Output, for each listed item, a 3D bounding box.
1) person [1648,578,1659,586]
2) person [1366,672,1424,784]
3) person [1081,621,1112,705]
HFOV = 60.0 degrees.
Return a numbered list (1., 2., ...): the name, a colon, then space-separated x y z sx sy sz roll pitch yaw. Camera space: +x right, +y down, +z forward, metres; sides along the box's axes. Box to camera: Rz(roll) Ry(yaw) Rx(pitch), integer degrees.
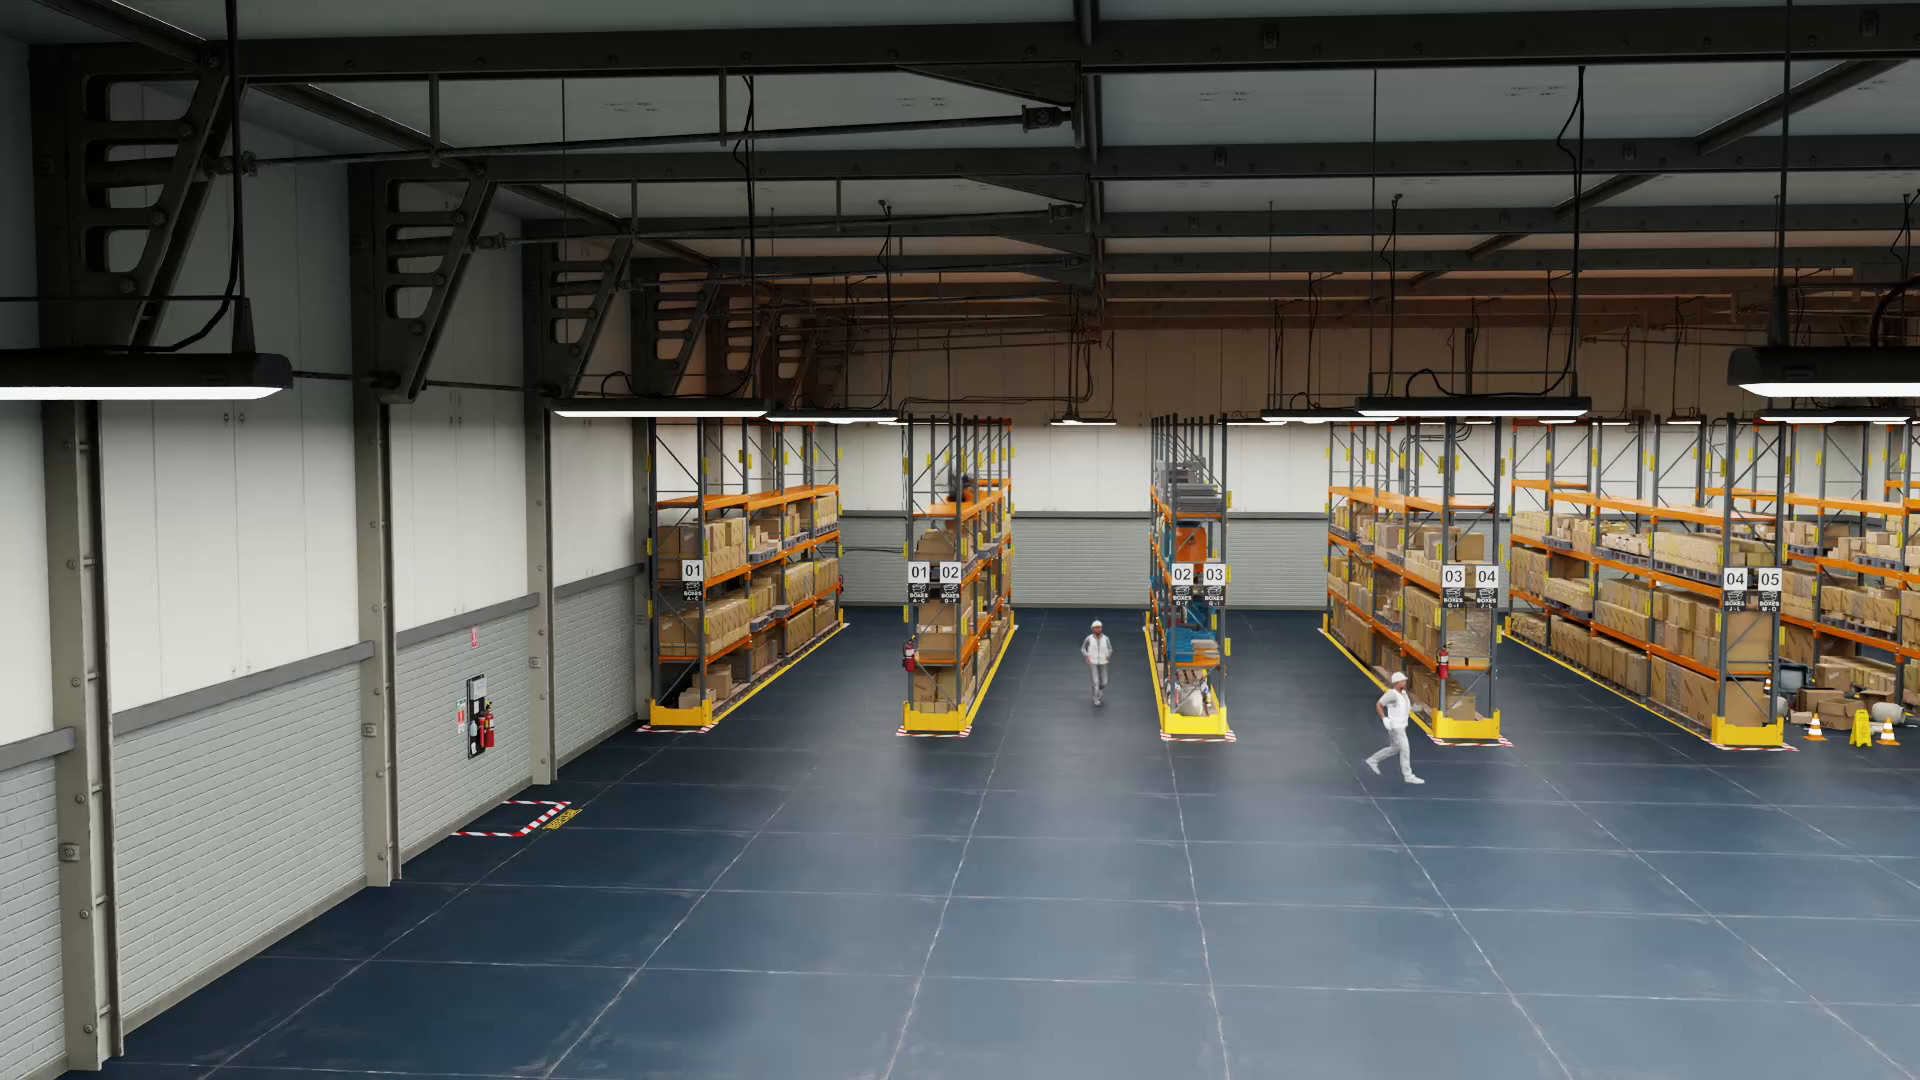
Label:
1. person: 19.546 1.706 47.166 0.548 1.706 0.715 0 4 4
2. person: 7.010 3.002 26.784 0.979 1.764 0.686 2 5 32
3. person: 2.836 2.537 34.487 0.661 1.724 0.647 0 4 -6
